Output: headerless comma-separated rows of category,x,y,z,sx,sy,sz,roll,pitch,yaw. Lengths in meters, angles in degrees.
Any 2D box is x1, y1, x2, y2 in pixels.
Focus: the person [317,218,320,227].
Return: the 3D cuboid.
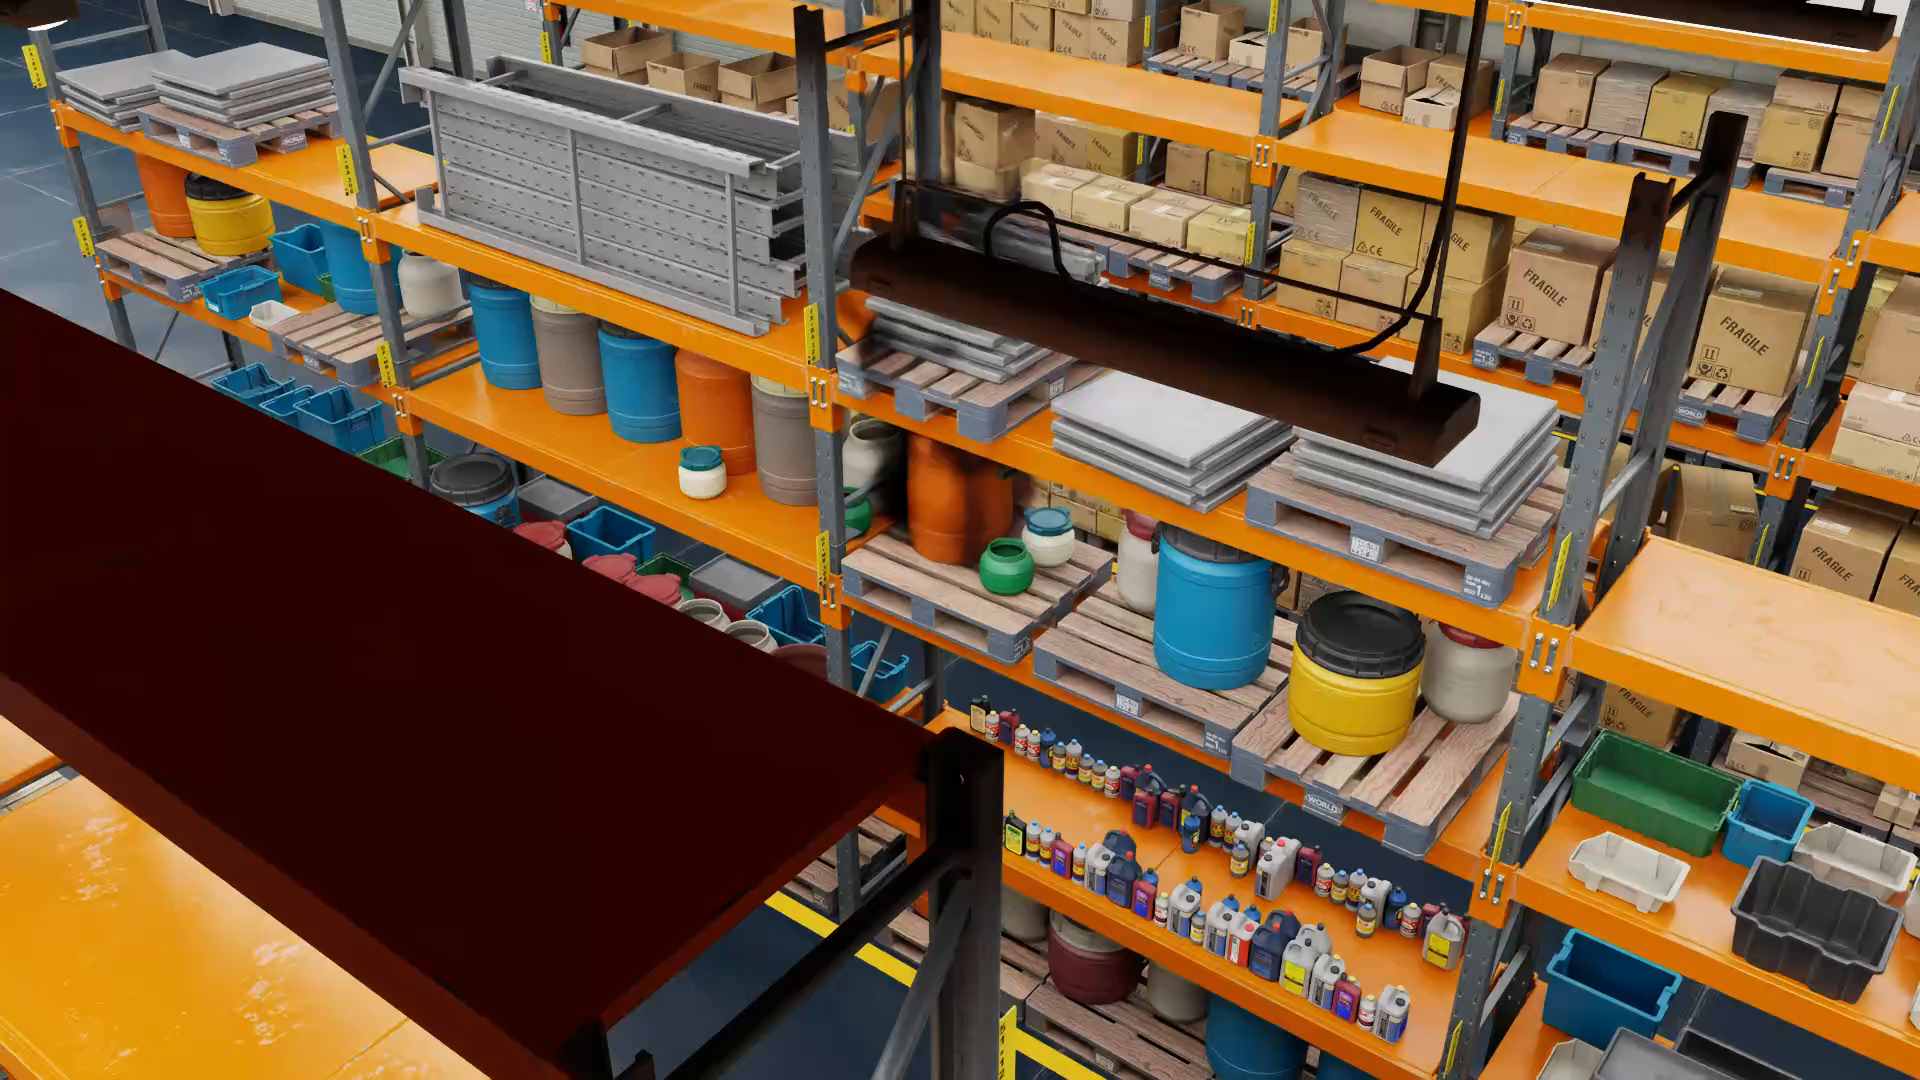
person,-6.895,-2.894,18.465,0.623,1.631,0.581,-12,33,-18
